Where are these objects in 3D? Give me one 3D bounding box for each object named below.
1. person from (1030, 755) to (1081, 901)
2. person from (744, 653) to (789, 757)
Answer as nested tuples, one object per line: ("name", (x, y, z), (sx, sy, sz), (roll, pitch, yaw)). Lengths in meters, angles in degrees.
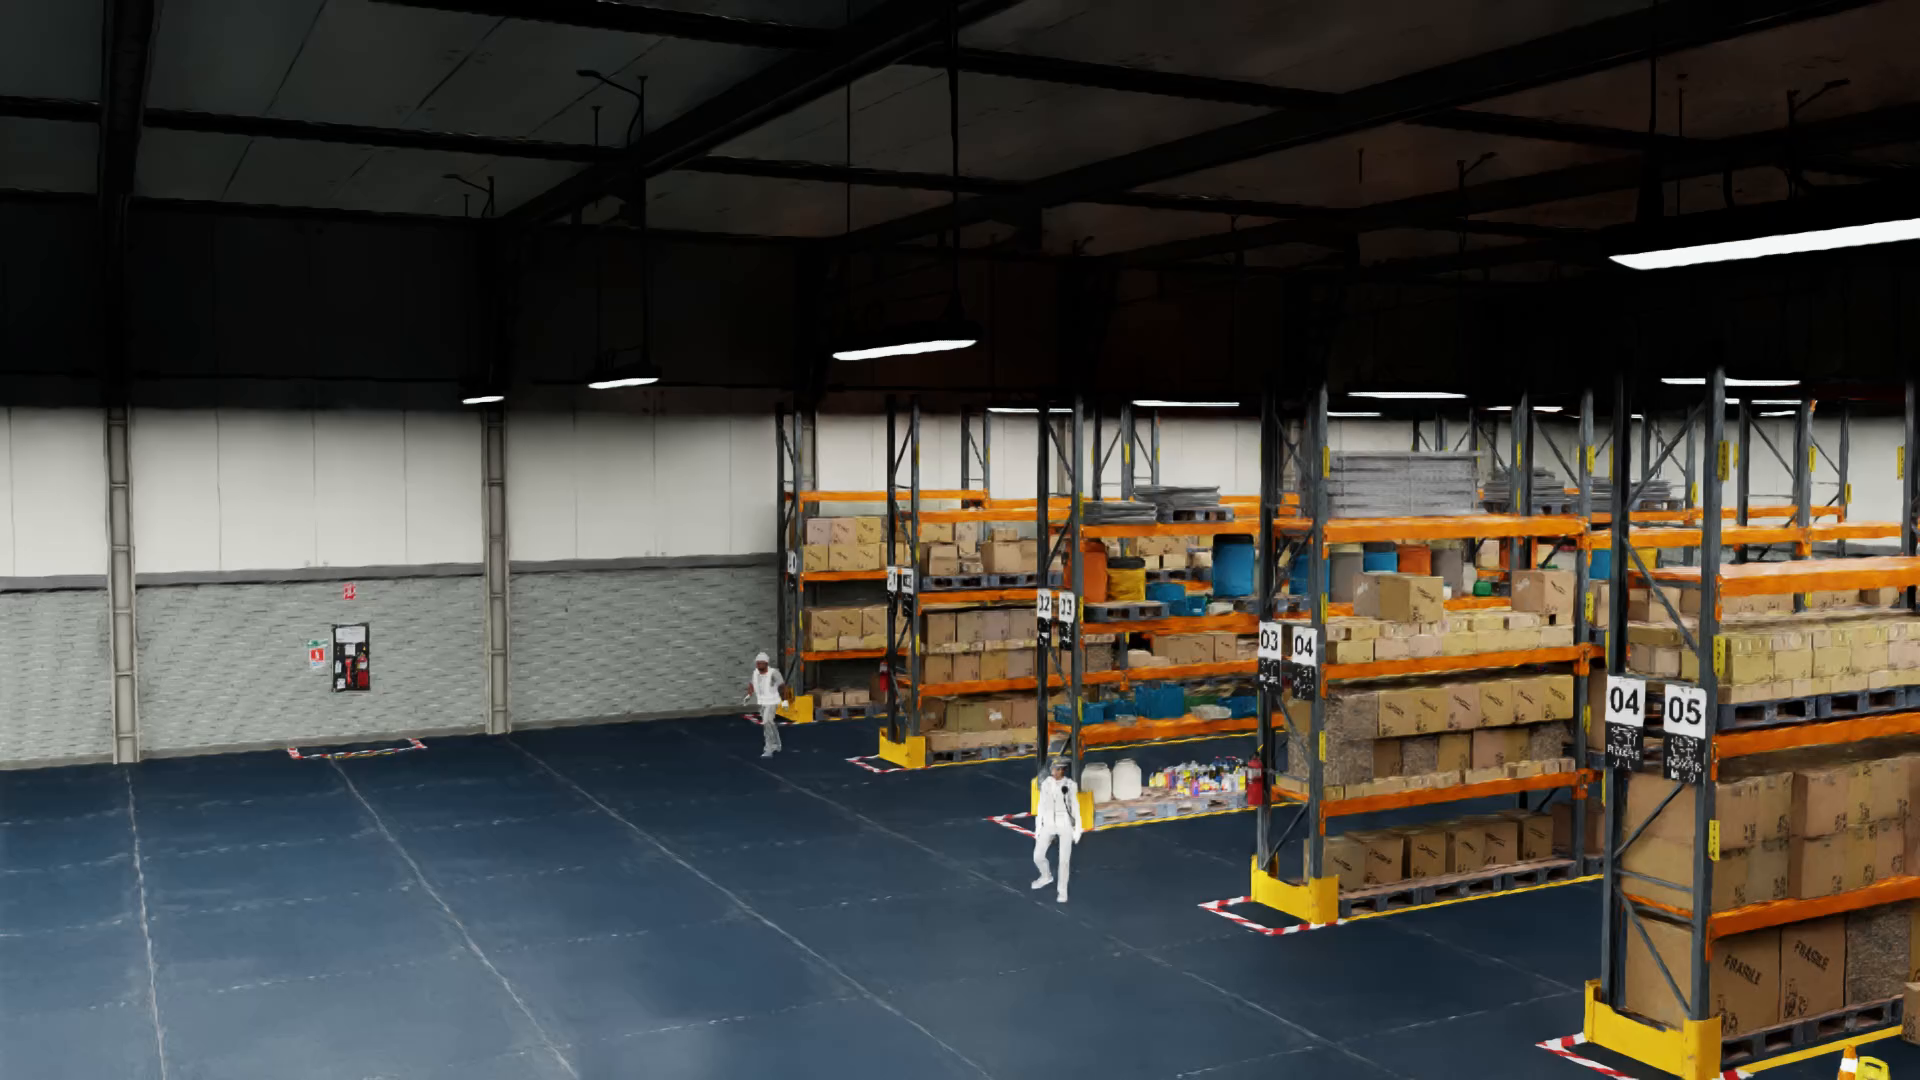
("person", (1.077, 3.258, 18.968), (0.645, 1.660, 0.487), (1, 3, 22))
("person", (-3.208, 2.726, 27.744), (0.691, 1.722, 0.777), (3, 4, 41))
